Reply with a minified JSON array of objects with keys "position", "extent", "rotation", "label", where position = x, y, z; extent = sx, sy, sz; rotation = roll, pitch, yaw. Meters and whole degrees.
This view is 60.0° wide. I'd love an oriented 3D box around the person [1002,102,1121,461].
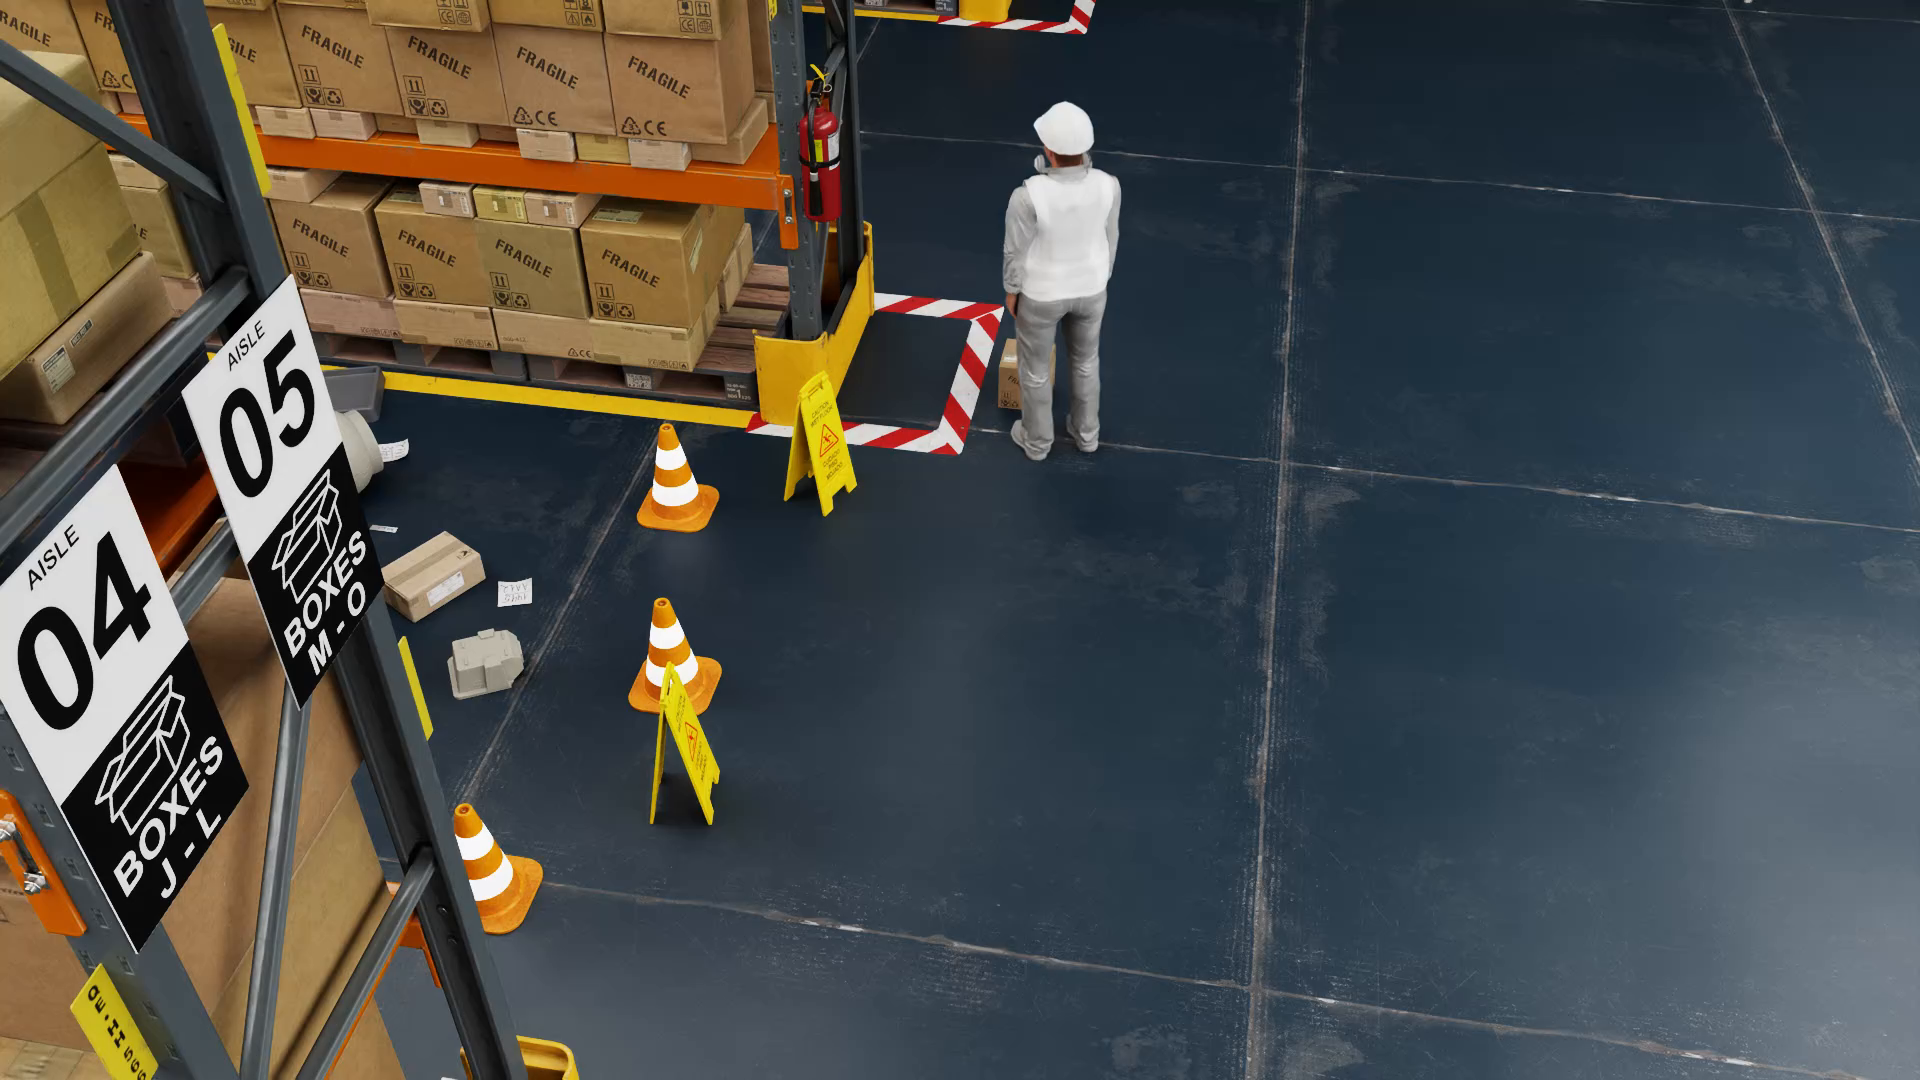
[{"position":[0.437,-1.149,7.499],"extent":[0.531,1.774,0.359],"rotation":[-10,41,-12],"label":"person"}]
